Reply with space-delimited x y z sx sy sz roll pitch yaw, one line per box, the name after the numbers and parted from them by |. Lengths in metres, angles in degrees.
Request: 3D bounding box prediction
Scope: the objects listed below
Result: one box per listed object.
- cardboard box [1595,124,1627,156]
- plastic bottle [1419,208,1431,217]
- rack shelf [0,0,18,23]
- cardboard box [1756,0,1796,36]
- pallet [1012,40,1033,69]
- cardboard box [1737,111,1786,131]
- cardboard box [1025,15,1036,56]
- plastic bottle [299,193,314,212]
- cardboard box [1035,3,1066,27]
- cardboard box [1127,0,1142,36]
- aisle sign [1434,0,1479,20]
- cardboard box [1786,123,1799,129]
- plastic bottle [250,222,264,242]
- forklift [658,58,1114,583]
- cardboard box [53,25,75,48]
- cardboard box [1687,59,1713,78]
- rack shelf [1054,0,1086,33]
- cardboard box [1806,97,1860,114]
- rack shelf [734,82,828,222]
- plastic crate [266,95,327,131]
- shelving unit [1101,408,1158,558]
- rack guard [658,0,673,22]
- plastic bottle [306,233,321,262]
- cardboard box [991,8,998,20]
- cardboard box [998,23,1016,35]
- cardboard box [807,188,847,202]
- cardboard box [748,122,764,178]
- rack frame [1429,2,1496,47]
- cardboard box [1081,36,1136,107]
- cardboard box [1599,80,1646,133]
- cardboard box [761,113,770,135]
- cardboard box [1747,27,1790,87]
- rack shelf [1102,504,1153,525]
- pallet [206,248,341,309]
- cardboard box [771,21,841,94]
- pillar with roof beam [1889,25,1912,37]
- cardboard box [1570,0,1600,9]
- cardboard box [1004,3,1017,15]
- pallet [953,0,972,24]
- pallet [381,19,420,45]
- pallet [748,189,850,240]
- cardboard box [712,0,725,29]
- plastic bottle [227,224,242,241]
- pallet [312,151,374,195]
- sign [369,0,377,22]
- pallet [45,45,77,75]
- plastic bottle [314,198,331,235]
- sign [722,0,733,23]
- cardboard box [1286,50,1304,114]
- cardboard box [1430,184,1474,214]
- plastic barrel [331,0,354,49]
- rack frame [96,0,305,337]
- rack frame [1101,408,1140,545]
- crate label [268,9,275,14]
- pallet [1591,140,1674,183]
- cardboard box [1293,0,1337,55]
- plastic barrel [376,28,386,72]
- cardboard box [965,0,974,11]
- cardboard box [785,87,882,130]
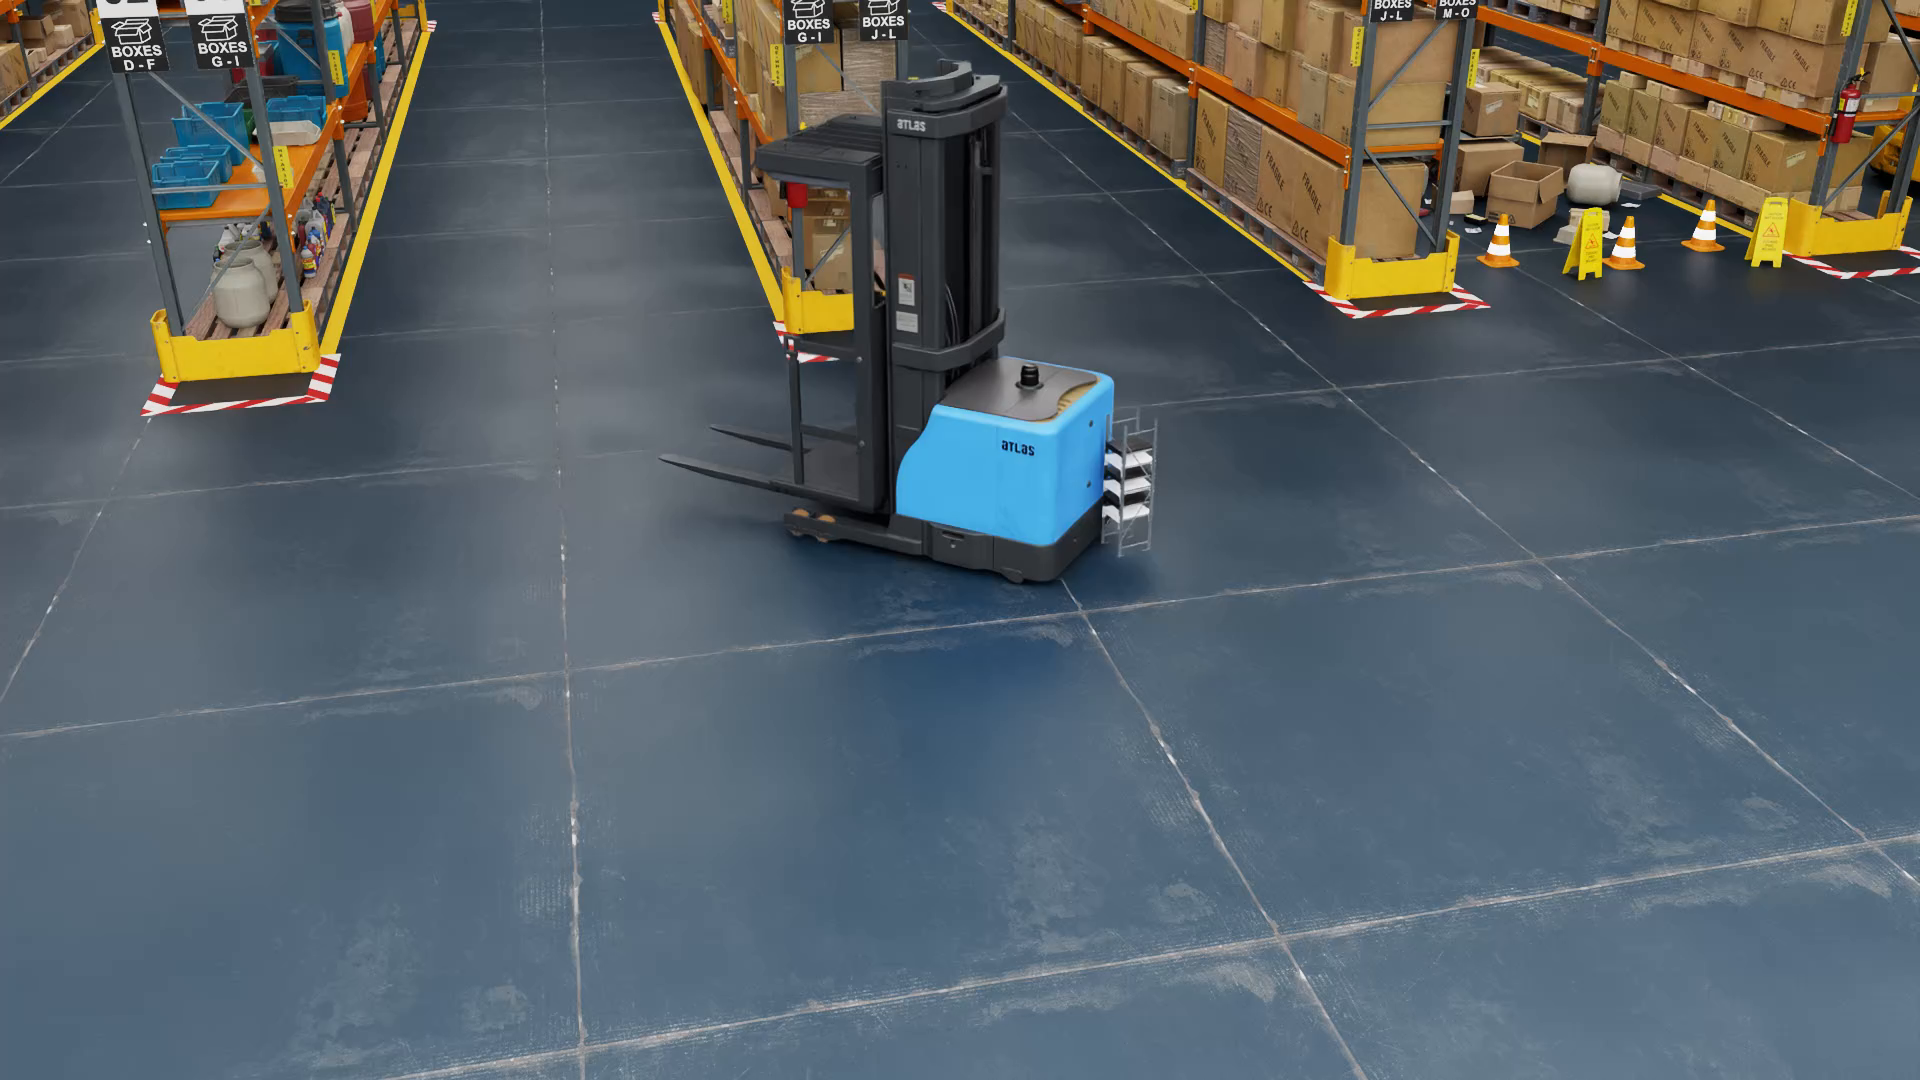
7.706 -4.630 19.179 0.500 0.250 0.500 -7 28 -14 | cardboard box
4.828 -3.451 17.520 0.283 0.061 0.133 -16 31 -29 | plastic bottle
-12.824 -6.258 20.618 1.077 0.370 4.000 -6 27 -12 | rack shelf
8.303 -5.249 16.269 0.700 0.500 0.500 -6 27 -11 | cardboard box
1.410 -7.334 25.047 1.003 0.211 1.213 -6 27 -12 | pallet
8.154 -4.264 16.902 0.380 0.149 0.250 -5 27 -10 | cardboard box
1.262 -7.409 24.408 0.500 0.500 0.500 -5 27 -9 | cardboard box
-6.359 -3.192 16.198 0.144 0.351 0.185 -6 27 -12 | plastic bottle
1.375 -7.518 23.792 0.500 0.250 0.500 -5 27 -10 | cardboard box
2.313 -6.322 19.835 0.500 0.500 0.500 -6 27 -12 | cardboard box
4.245 -4.813 14.071 0.394 0.787 0.004 -6 27 -12 | aisle sign
8.697 -4.116 17.330 0.500 0.500 0.500 -7 28 -14 | cardboard box
-6.717 -2.977 15.859 0.097 0.271 0.097 0 27 0 | plastic bottle
-0.568 -1.496 10.461 3.031 2.935 1.130 13 30 24 | forklift
-13.629 -7.549 24.940 0.500 0.250 0.500 -6 27 -12 | cardboard box
7.957 -5.003 17.611 0.380 0.149 0.250 -6 27 -12 | cardboard box
1.684 -7.722 23.518 1.077 0.370 4.000 -6 27 -12 | rack shelf
8.444 -4.230 16.081 0.380 0.149 0.250 -5 27 -10 | cardboard box
-1.369 -3.751 15.650 1.077 0.370 4.000 -6 27 -12 | rack shelf
-6.131 -3.922 15.357 0.499 0.251 0.616 -6 27 -12 | plastic crate
1.061 -0.356 10.458 0.258 0.900 0.210 -13 30 -24 | shelving unit
-4.529 -9.112 28.249 1.175 0.500 0.348 -6 27 -12 | rack guard
-5.948 -2.691 15.292 0.097 0.271 0.097 0 27 0 | plastic bottle
0.702 -8.308 26.249 0.380 0.149 0.250 -7 28 -13 | cardboard box
0.813 -7.973 25.916 0.380 0.149 0.250 -6 27 -11 | cardboard box
-1.333 -3.077 15.825 0.500 0.500 0.500 -3 27 -7 | cardboard box
-1.937 -4.302 18.230 0.700 0.500 0.500 -8 28 -16 | cardboard box
6.934 -7.712 22.700 1.000 3.000 0.127 -6 27 -12 | rack frame
2.184 -6.072 21.481 1.050 0.750 0.750 -6 27 -12 | cardboard box
7.706 -4.964 19.010 0.500 0.500 0.500 -5 27 -9 | cardboard box
-1.624 -3.834 15.295 0.380 0.149 0.250 -6 27 -12 | cardboard box
8.238 -4.808 16.506 0.500 0.500 0.500 -6 27 -11 | cardboard box
1.061 -0.166 10.554 0.258 0.077 0.200 -13 30 -24 | rack shelf
-6.256 -2.366 15.204 1.003 0.211 1.213 -6 27 -12 | pallet
-1.283 -4.034 13.862 0.500 0.500 0.500 -6 27 -12 | cardboard box
8.747 -9.978 20.532 9.100 9.000 0.400 -6 27 -12 | pillar with roof beam
7.508 -6.500 19.393 0.500 0.500 0.500 -6 27 -13 | cardboard box
0.899 -8.231 25.766 0.380 0.149 0.250 -5 27 -10 | cardboard box
0.497 -9.039 28.423 1.003 0.211 1.213 -6 27 -12 | pallet
-9.201 -8.104 26.571 1.003 0.211 1.213 -6 27 -12 | pallet
-1.634 -3.414 17.279 1.003 0.211 1.213 -6 27 -12 | pallet
-2.567 -6.067 19.142 0.500 0.250 0.500 -7 28 -13 | cardboard box
-6.729 -2.795 15.409 0.144 0.351 0.185 -6 27 -12 | plastic bottle
-7.138 -4.079 18.598 1.003 0.211 1.213 -6 27 -12 | pallet
-7.012 -6.335 19.790 0.100 0.325 0.005 -6 27 -12 | sign
-13.707 -7.051 24.485 1.003 0.211 1.213 -6 27 -12 | pallet
-6.176 -3.123 16.060 0.144 0.351 0.185 -7 28 -14 | plastic bottle
-2.359 -5.409 16.852 0.100 0.325 0.005 -6 27 -12 | sign
3.660 -4.376 15.925 0.875 0.550 0.550 -6 27 -12 | cardboard box
5.218 -3.621 17.629 0.396 0.266 0.258 -1 27 -3 | cardboard box
-7.106 -5.823 18.833 0.421 0.512 0.421 0 27 0 | plastic barrel
-5.743 -2.691 12.752 1.000 3.000 0.127 -6 27 -12 | rack frame
1.015 -0.397 10.538 0.240 0.900 0.006 -13 30 -24 | rack frame
-7.586 -5.755 18.784 0.502 0.435 0.616 -6 27 -12 | crate label
8.021 -4.420 19.273 1.003 0.211 1.213 -6 27 -12 | pallet
3.684 -4.861 15.686 0.875 0.550 0.550 -6 27 -12 | cardboard box
-8.342 -6.969 23.091 0.600 0.901 0.708 -6 27 -12 | plastic barrel
0.290 -8.991 27.932 0.380 0.149 0.250 -6 27 -11 | cardboard box
-1.015 -3.615 14.143 0.875 0.500 0.500 -6 27 -12 | cardboard box
